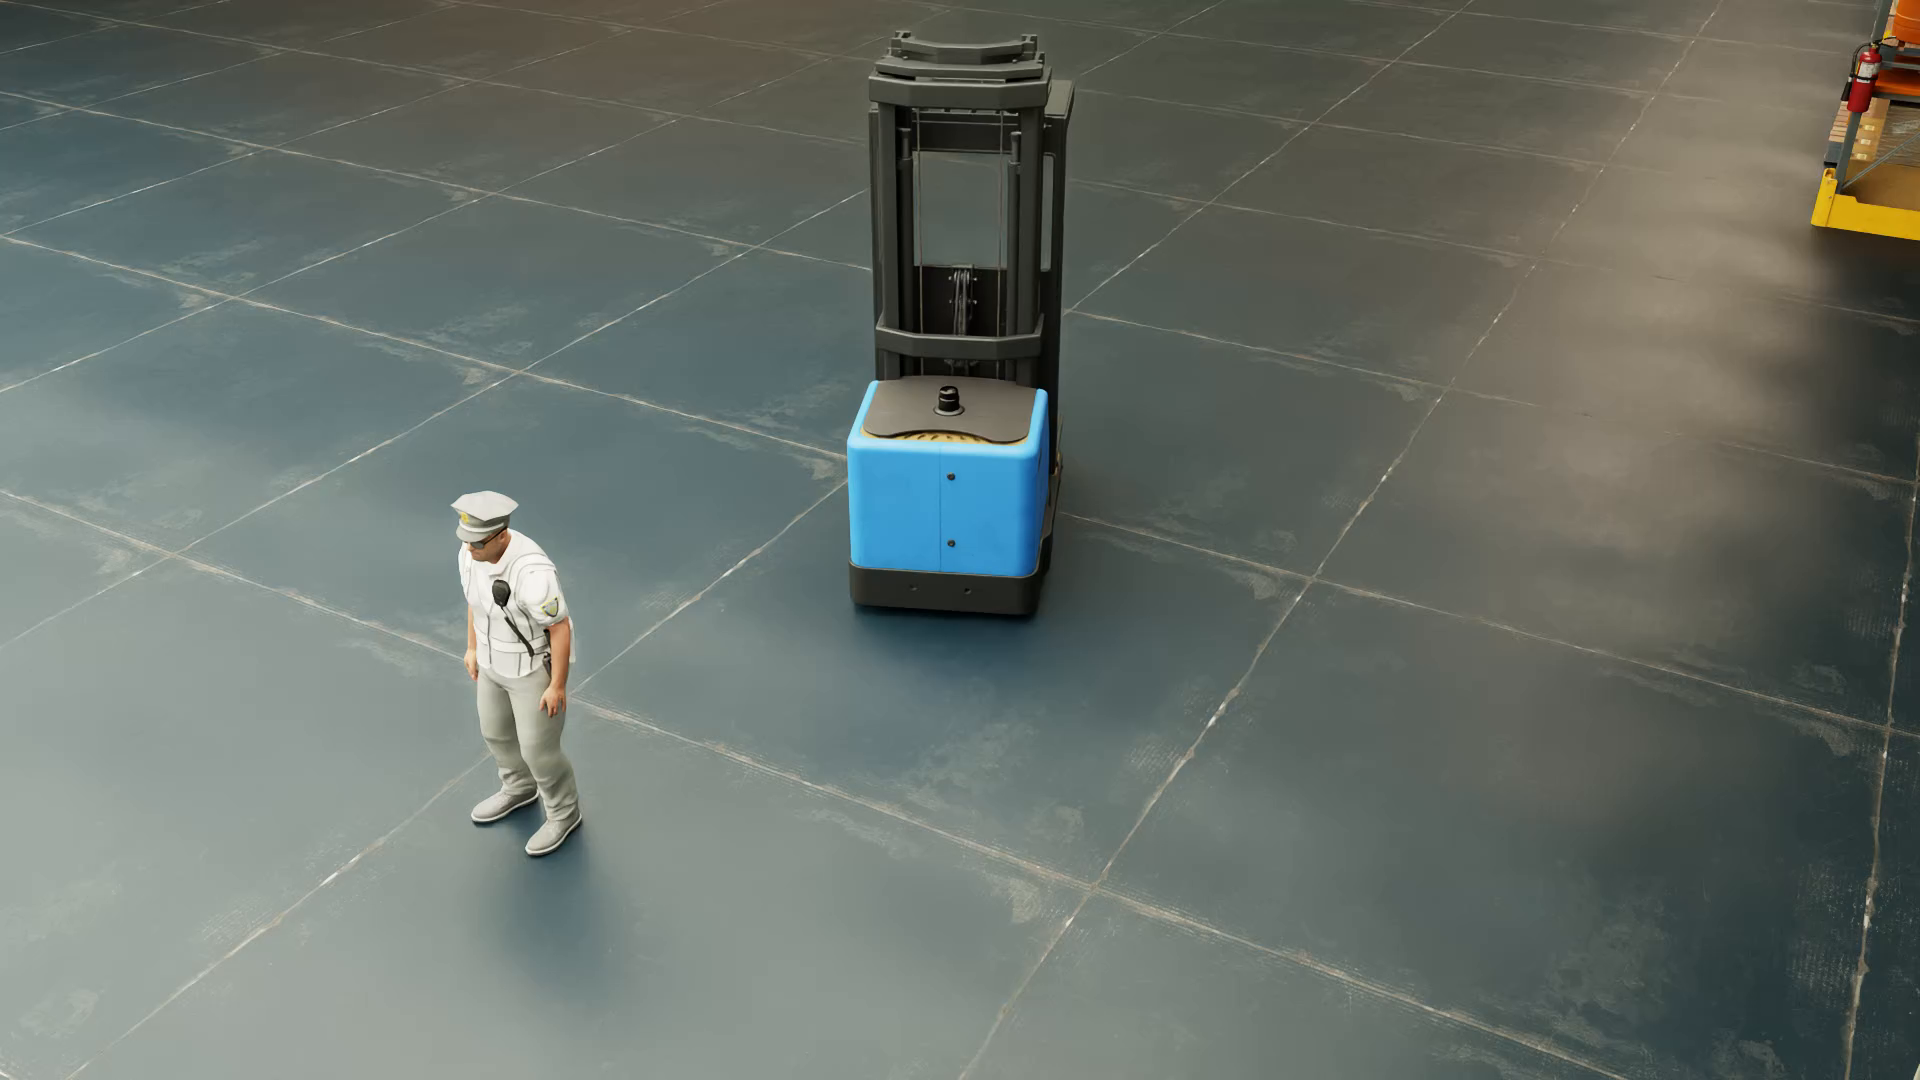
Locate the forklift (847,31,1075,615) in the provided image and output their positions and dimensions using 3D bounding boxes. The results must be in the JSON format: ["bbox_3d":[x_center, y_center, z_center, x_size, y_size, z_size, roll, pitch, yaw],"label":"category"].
[{"bbox_3d":[0.072,-1.572,9.794,1.130,2.935,3.031,3,30,6],"label":"forklift"}]

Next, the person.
[{"bbox_3d":[-1.935,0.546,7.307,0.600,1.747,0.443,19,35,30],"label":"person"}]
